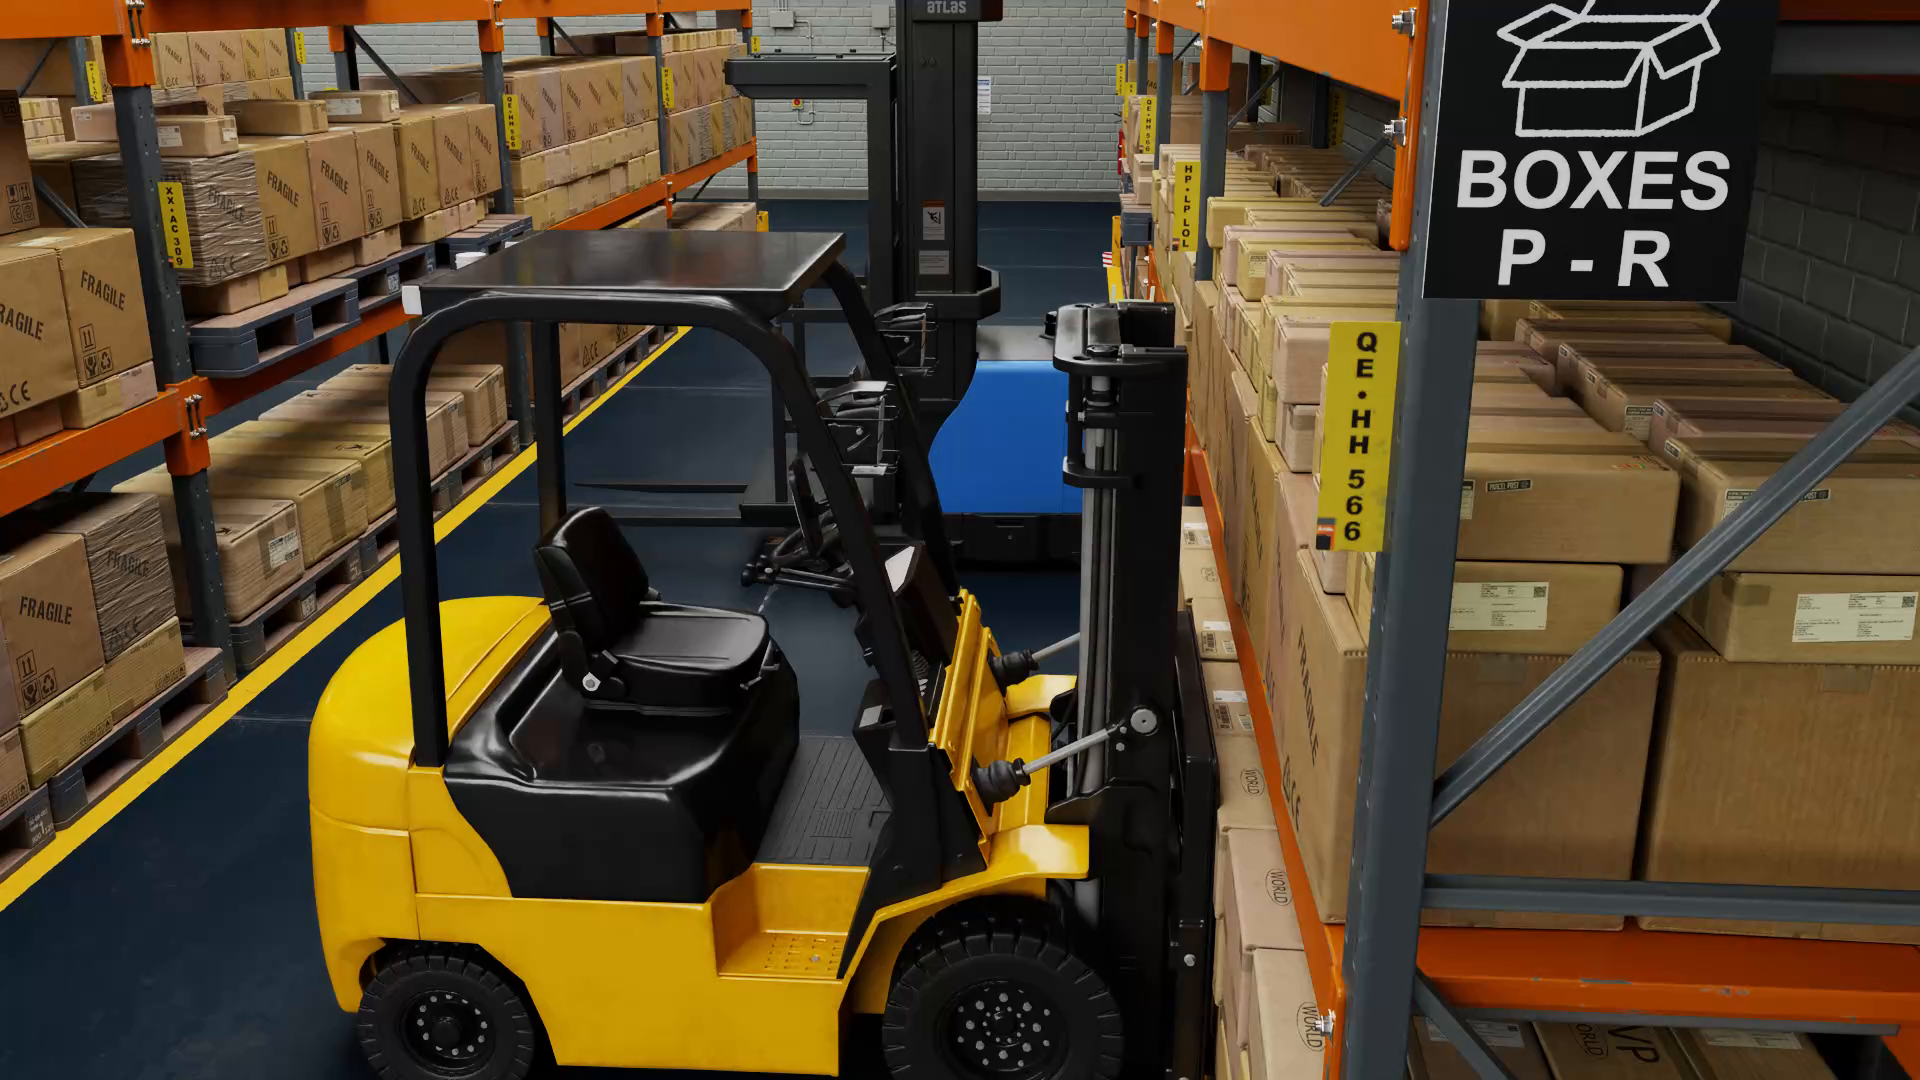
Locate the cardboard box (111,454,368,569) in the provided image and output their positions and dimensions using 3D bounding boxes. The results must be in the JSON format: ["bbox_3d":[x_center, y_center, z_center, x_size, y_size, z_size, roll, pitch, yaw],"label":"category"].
[{"bbox_3d":[-3.490,-0.149,8.107,0.950,0.372,0.625,2,18,7],"label":"cardboard box"}]

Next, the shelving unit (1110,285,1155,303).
[{"bbox_3d":[0.949,-0.765,9.236,0.258,1.200,0.503,1,21,-4],"label":"shelving unit"}]

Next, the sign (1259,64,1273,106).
[{"bbox_3d":[2.505,-3.726,13.617,0.100,0.325,0.005,1,18,4],"label":"sign"}]

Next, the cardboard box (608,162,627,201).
[{"bbox_3d":[-2.874,-2.766,12.788,0.500,0.250,0.500,1,18,2],"label":"cardboard box"}]

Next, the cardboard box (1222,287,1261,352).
[{"bbox_3d":[0.972,-0.647,4.877,0.380,0.149,0.250,1,18,3],"label":"cardboard box"}]

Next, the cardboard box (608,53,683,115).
[{"bbox_3d":[-2.724,-3.962,14.430,0.500,0.500,0.500,1,18,4],"label":"cardboard box"}]

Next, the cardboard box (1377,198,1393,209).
[{"bbox_3d":[1.656,-1.094,5.763,0.380,0.149,0.250,1,18,4],"label":"cardboard box"}]

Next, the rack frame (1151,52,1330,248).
[{"bbox_3d":[1.664,-1.945,10.041,1.000,3.000,0.127,1,18,4],"label":"rack frame"}]

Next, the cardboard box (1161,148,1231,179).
[{"bbox_3d":[1.330,-2.125,9.389,0.380,0.149,0.250,2,18,5],"label":"cardboard box"}]

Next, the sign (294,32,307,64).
[{"bbox_3d":[-7.106,-5.300,17.913,0.100,0.325,0.005,1,18,4],"label":"sign"}]

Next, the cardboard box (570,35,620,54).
[{"bbox_3d":[-3.168,-4.310,14.451,0.380,0.149,0.250,2,18,5],"label":"cardboard box"}]

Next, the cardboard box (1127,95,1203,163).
[{"bbox_3d":[1.693,-3.289,13.308,0.700,0.500,0.500,2,18,5],"label":"cardboard box"}]

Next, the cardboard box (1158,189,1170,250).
[{"bbox_3d":[1.296,-1.661,8.613,0.500,0.250,0.500,1,18,3],"label":"cardboard box"}]

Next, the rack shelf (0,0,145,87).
[{"bbox_3d":[-3.717,-1.274,4.333,1.077,0.370,4.000,1,18,4],"label":"rack shelf"}]

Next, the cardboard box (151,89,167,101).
[{"bbox_3d":[-7.629,-3.867,15.268,0.500,0.500,0.500,1,18,4],"label":"cardboard box"}]

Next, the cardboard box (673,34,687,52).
[{"bbox_3d":[-2.661,-4.456,14.897,0.380,0.149,0.250,1,18,4],"label":"cardboard box"}]

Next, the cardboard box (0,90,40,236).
[{"bbox_3d":[-3.821,-1.344,5.964,0.700,0.500,0.500,1,18,3],"label":"cardboard box"}]

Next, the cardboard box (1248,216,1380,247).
[{"bbox_3d":[1.121,-0.945,5.308,0.380,0.149,0.250,1,18,3],"label":"cardboard box"}]

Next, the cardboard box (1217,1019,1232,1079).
[{"bbox_3d":[0.854,1.340,3.758,0.500,0.250,0.500,1,18,4],"label":"cardboard box"}]

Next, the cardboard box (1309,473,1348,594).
[{"bbox_3d":[0.825,-0.010,2.933,0.380,0.149,0.250,2,18,5],"label":"cardboard box"}]

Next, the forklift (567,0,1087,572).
[{"bbox_3d":[-0.623,-1.396,8.477,3.031,2.935,1.130,0,18,1],"label":"forklift"}]

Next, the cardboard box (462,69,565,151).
[{"bbox_3d":[-2.982,-2.879,11.126,0.500,0.500,0.500,1,18,4],"label":"cardboard box"}]

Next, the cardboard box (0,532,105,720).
[{"bbox_3d":[-3.383,0.286,5.769,0.500,0.500,0.500,2,18,5],"label":"cardboard box"}]

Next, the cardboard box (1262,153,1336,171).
[{"bbox_3d":[1.856,-2.032,9.105,0.380,0.149,0.250,1,18,4],"label":"cardboard box"}]

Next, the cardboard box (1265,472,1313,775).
[{"bbox_3d":[0.911,0.173,3.418,0.500,0.500,0.500,2,18,6],"label":"cardboard box"}]

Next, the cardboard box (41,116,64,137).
[{"bbox_3d":[-7.776,-3.469,13.945,0.380,0.149,0.250,2,18,6],"label":"cardboard box"}]

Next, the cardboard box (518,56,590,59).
[{"bbox_3d":[-3.318,-3.689,13.598,0.500,0.500,0.500,1,18,5],"label":"cardboard box"}]

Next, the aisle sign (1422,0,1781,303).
[{"bbox_3d":[0.793,-0.682,2.011,0.394,0.787,0.004,1,18,4],"label":"aisle sign"}]

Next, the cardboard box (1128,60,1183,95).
[{"bbox_3d":[1.829,-4.255,15.650,0.500,0.500,0.500,2,18,5],"label":"cardboard box"}]

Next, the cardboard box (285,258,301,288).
[{"bbox_3d":[-3.248,-1.224,7.570,0.380,0.149,0.250,2,18,7],"label":"cardboard box"}]

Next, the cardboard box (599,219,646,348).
[{"bbox_3d":[-3.022,-2.011,12.982,0.875,0.875,0.875,2,18,6],"label":"cardboard box"}]

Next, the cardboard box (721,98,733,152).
[{"bbox_3d":[-2.562,-4.115,16.504,0.500,0.500,0.500,2,18,6],"label":"cardboard box"}]

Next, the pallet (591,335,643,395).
[{"bbox_3d":[-3.065,-1.350,12.705,1.003,0.211,1.213,1,18,4],"label":"pallet"}]

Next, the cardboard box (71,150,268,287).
[{"bbox_3d":[-3.254,-1.340,6.882,0.500,0.500,0.500,2,18,5],"label":"cardboard box"}]

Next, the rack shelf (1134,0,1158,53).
[{"bbox_3d":[1.808,-3.649,11.581,1.077,0.370,4.000,1,18,4],"label":"rack shelf"}]

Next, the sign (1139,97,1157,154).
[{"bbox_3d":[1.122,-2.466,9.901,0.100,0.325,0.005,1,18,4],"label":"sign"}]

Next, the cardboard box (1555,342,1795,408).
[{"bbox_3d":[1.418,-0.296,3.329,0.380,0.149,0.250,1,18,4],"label":"cardboard box"}]

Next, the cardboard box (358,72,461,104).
[{"bbox_3d":[-3.511,-2.743,10.712,0.500,0.500,0.500,1,18,2],"label":"cardboard box"}]

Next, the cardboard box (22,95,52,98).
[{"bbox_3d":[-8.192,-3.721,14.824,0.500,0.500,0.500,1,18,4],"label":"cardboard box"}]

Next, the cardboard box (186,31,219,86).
[{"bbox_3d":[-7.542,-4.651,16.056,0.500,0.500,0.500,1,18,2],"label":"cardboard box"}]

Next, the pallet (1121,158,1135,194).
[{"bbox_3d":[1.785,-2.850,13.112,1.003,0.211,1.213,1,18,4],"label":"pallet"}]

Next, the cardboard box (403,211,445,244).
[{"bbox_3d":[-3.028,-1.700,9.022,0.380,0.149,0.250,2,18,5],"label":"cardboard box"}]

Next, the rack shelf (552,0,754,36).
[{"bbox_3d":[-2.857,-5.001,15.707,1.077,0.370,4.000,1,18,4],"label":"rack shelf"}]

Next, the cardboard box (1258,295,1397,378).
[{"bbox_3d":[0.898,-0.472,3.866,0.380,0.149,0.250,2,18,5],"label":"cardboard box"}]

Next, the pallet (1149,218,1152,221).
[{"bbox_3d":[1.799,-2.458,11.914,1.003,0.211,1.213,1,18,4],"label":"pallet"}]

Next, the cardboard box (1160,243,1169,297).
[{"bbox_3d":[1.318,-1.425,8.695,0.500,0.250,0.500,1,18,2],"label":"cardboard box"}]

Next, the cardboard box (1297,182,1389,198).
[{"bbox_3d":[1.761,-1.557,7.656,0.380,0.149,0.250,1,18,3],"label":"cardboard box"}]

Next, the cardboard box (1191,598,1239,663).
[{"bbox_3d":[0.959,0.386,5.063,0.500,0.250,0.500,2,18,6],"label":"cardboard box"}]

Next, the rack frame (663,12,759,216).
[{"bbox_3d":[-2.713,-4.539,17.958,1.000,3.000,0.127,1,18,4],"label":"rack frame"}]

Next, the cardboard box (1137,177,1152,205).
[{"bbox_3d":[1.329,-2.237,10.663,0.380,0.149,0.250,2,18,5],"label":"cardboard box"}]

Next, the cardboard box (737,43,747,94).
[{"bbox_3d":[-2.510,-4.907,17.314,0.500,0.500,0.500,2,18,6],"label":"cardboard box"}]

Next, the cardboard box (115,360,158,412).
[{"bbox_3d":[-3.293,-0.586,6.298,0.380,0.149,0.250,1,18,3],"label":"cardboard box"}]

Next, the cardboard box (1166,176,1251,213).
[{"bbox_3d":[1.184,-1.651,7.941,0.380,0.149,0.250,1,18,2],"label":"cardboard box"}]

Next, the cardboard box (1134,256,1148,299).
[{"bbox_3d":[1.692,-2.054,13.713,0.500,0.500,0.500,2,18,6],"label":"cardboard box"}]

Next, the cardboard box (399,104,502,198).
[{"bbox_3d":[-3.042,-2.295,9.798,0.500,0.500,0.500,1,18,2],"label":"cardboard box"}]

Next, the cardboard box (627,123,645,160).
[{"bbox_3d":[-2.818,-3.165,13.204,0.500,0.250,0.500,2,18,5],"label":"cardboard box"}]
